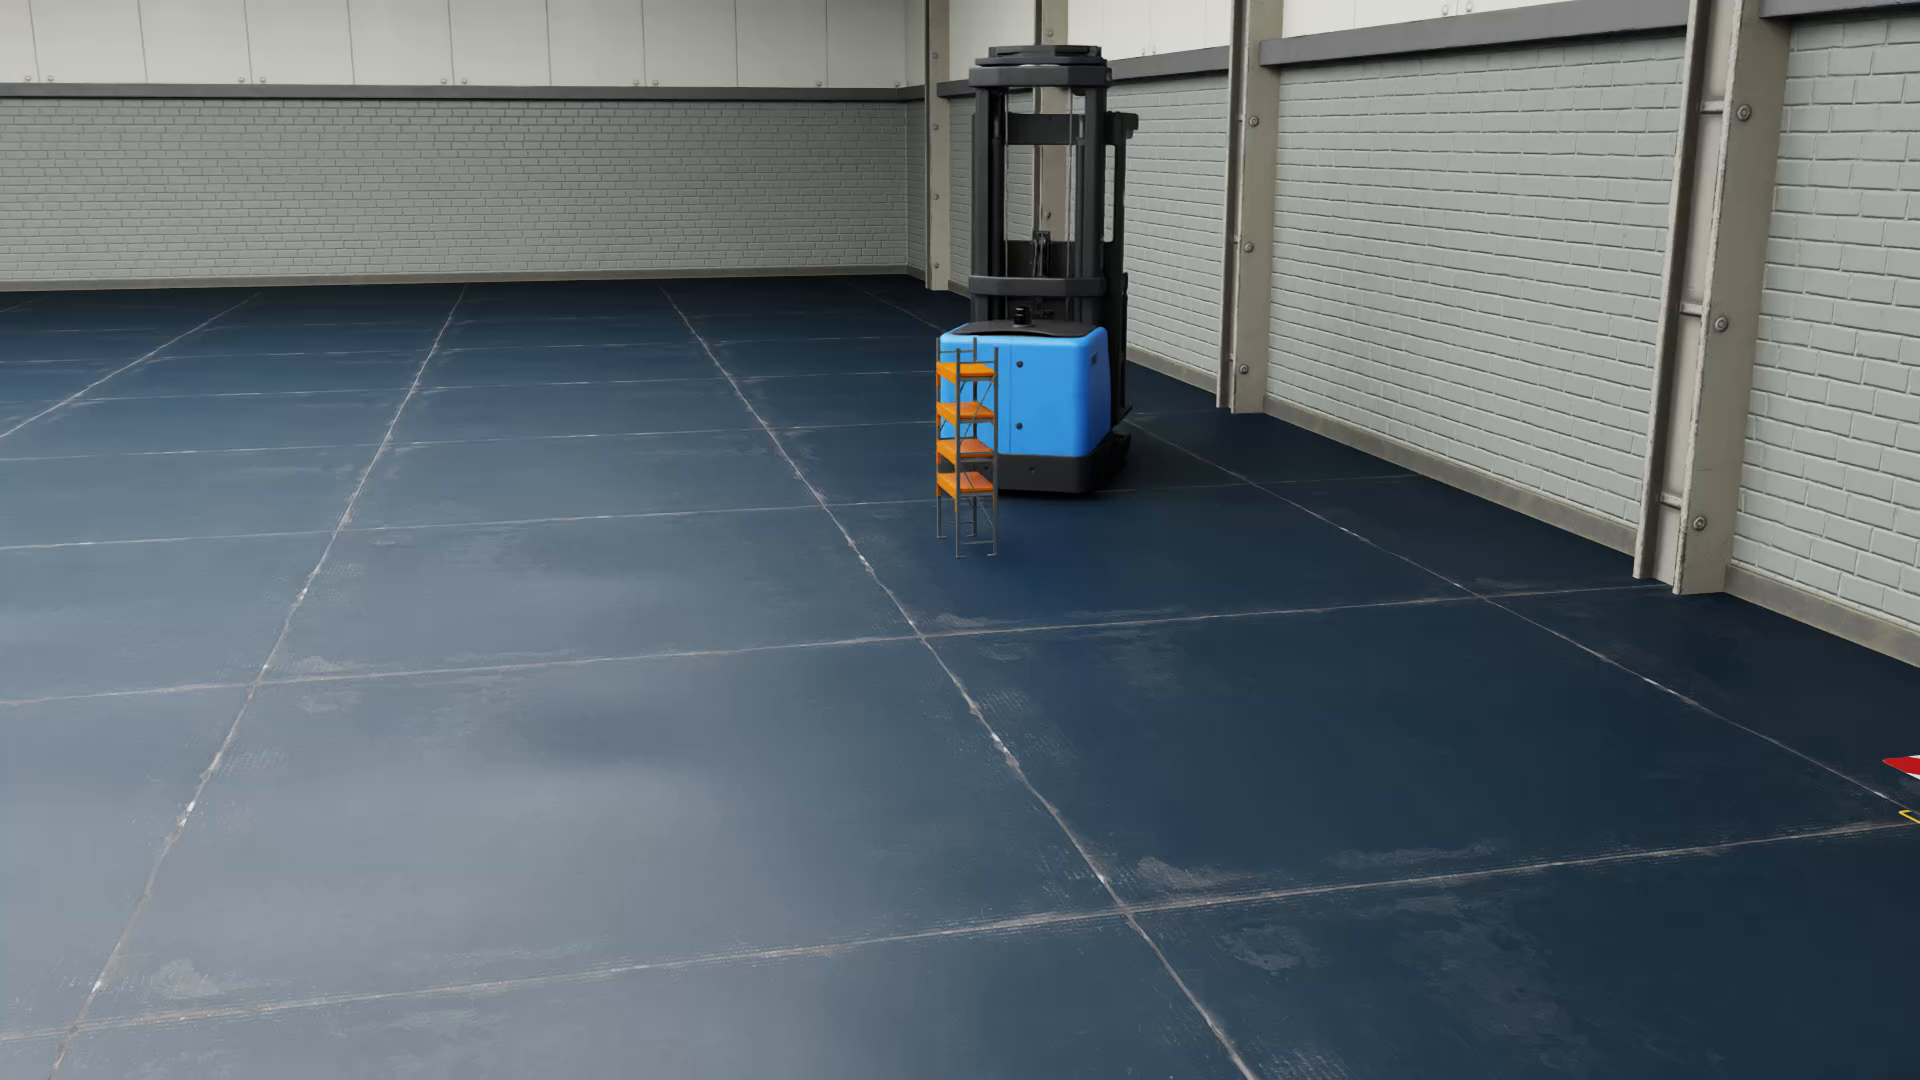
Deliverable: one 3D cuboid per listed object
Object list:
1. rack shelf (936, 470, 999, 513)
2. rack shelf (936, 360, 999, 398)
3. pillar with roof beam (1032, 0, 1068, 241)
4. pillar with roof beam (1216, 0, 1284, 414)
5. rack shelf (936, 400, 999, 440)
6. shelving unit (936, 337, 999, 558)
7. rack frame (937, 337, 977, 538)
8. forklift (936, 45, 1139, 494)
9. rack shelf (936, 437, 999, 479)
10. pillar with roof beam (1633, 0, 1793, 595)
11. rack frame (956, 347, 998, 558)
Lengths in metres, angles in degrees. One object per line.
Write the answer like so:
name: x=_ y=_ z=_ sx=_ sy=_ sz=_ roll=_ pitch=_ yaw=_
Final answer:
rack shelf: x=0.039 y=-0.286 z=9.691 sx=0.258 sy=0.148 sz=0.480 roll=-3 pitch=14 yaw=-13
rack shelf: x=0.039 y=-0.926 z=9.535 sx=0.258 sy=0.148 sz=0.480 roll=-3 pitch=14 yaw=-13
pillar with roof beam: x=-3.121 y=-6.665 z=18.249 sx=9.100 sy=9.000 sz=0.400 roll=-3 pitch=14 yaw=-13
pillar with roof beam: x=-1.712 y=-5.281 z=12.583 sx=9.100 sy=9.000 sz=0.400 roll=-3 pitch=14 yaw=-13
rack shelf: x=0.039 y=-0.697 z=9.591 sx=0.258 sy=0.148 sz=0.480 roll=-3 pitch=14 yaw=-13
shelving unit: x=0.039 y=-0.545 z=9.628 sx=0.258 sy=1.200 sz=0.503 roll=-3 pitch=14 yaw=-13
rack frame: x=-0.018 y=-0.601 z=9.859 sx=0.240 sy=1.200 sz=0.015 roll=-3 pitch=14 yaw=-13
forklift: x=0.676 y=-2.035 z=12.082 sx=1.130 sy=2.935 sz=3.031 roll=3 pitch=14 yaw=13
rack shelf: x=0.039 y=-0.479 z=9.644 sx=0.258 sy=0.148 sz=0.480 roll=-3 pitch=14 yaw=-13
pillar with roof beam: x=-0.303 y=-3.897 z=6.918 sx=9.100 sy=9.000 sz=0.400 roll=-3 pitch=14 yaw=-13
rack frame: x=0.096 y=-0.488 z=9.398 sx=0.240 sy=1.200 sz=0.015 roll=-3 pitch=14 yaw=-13
